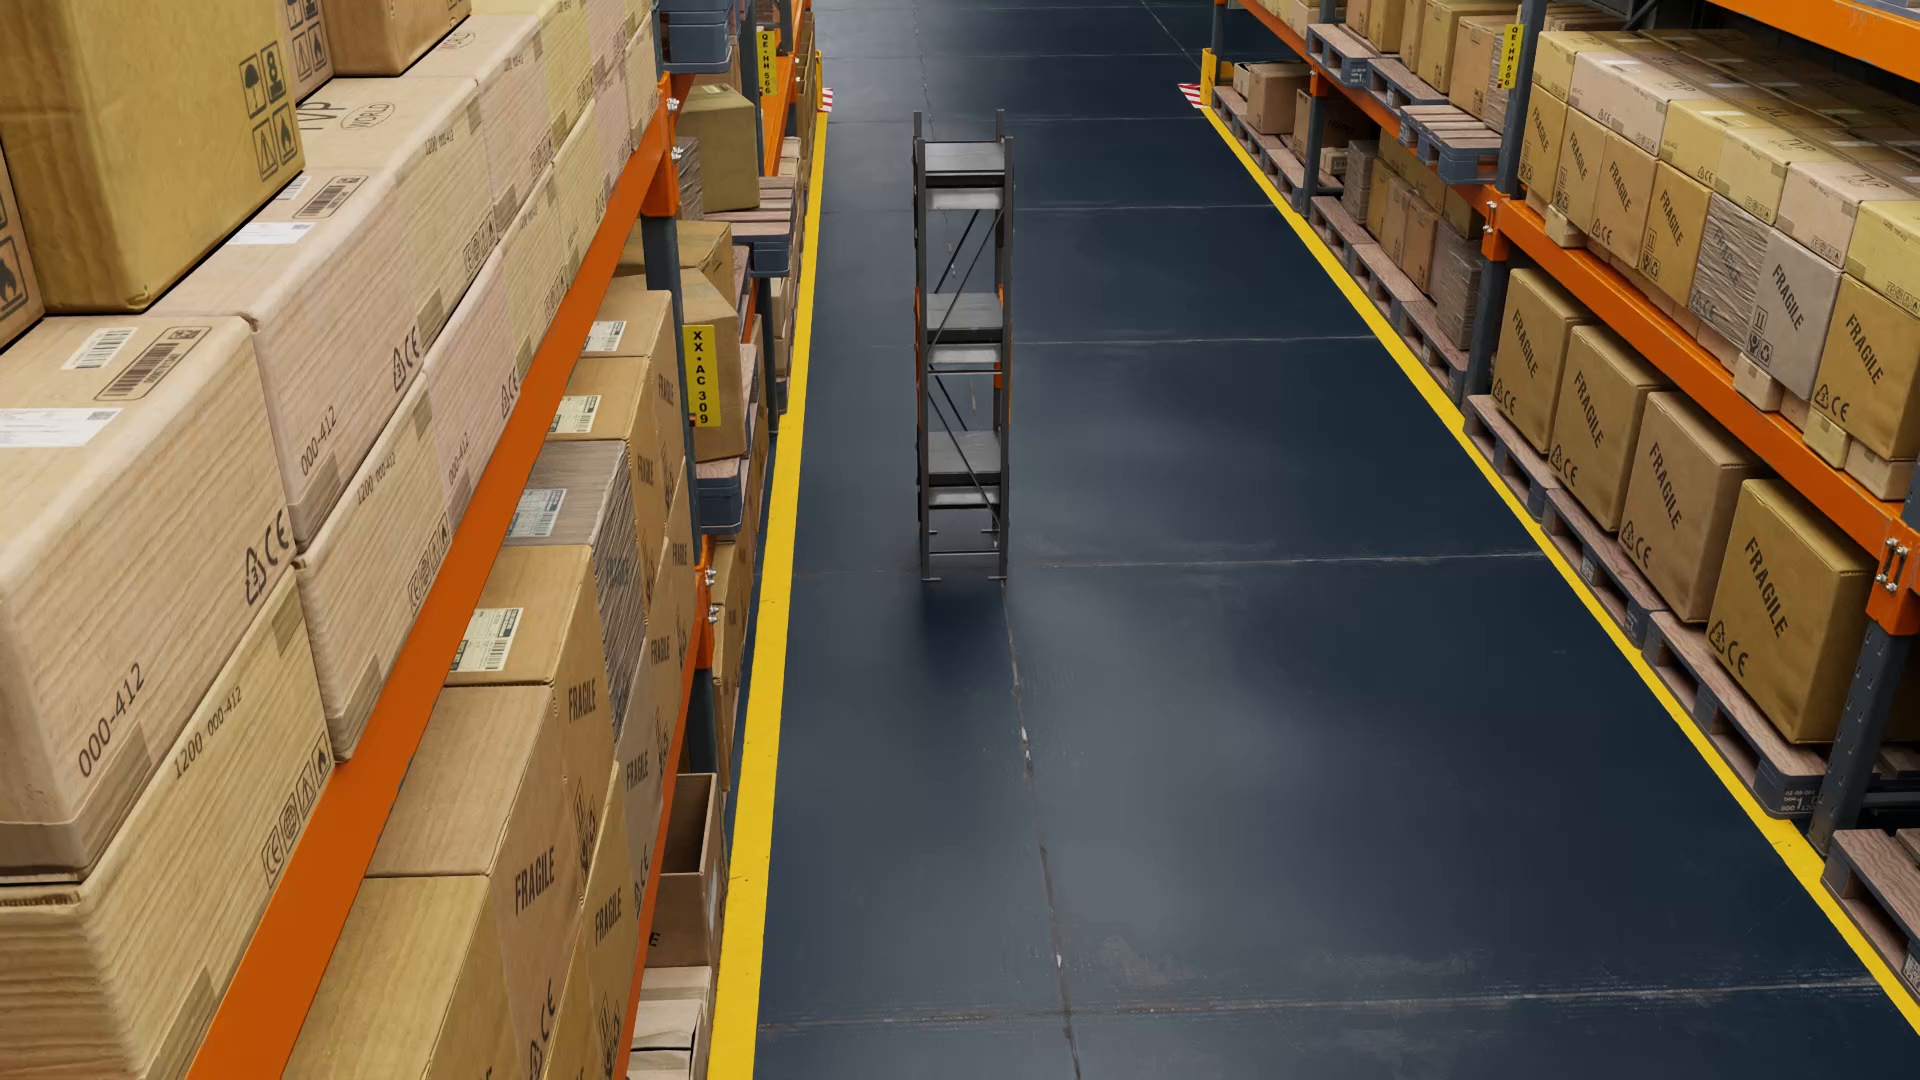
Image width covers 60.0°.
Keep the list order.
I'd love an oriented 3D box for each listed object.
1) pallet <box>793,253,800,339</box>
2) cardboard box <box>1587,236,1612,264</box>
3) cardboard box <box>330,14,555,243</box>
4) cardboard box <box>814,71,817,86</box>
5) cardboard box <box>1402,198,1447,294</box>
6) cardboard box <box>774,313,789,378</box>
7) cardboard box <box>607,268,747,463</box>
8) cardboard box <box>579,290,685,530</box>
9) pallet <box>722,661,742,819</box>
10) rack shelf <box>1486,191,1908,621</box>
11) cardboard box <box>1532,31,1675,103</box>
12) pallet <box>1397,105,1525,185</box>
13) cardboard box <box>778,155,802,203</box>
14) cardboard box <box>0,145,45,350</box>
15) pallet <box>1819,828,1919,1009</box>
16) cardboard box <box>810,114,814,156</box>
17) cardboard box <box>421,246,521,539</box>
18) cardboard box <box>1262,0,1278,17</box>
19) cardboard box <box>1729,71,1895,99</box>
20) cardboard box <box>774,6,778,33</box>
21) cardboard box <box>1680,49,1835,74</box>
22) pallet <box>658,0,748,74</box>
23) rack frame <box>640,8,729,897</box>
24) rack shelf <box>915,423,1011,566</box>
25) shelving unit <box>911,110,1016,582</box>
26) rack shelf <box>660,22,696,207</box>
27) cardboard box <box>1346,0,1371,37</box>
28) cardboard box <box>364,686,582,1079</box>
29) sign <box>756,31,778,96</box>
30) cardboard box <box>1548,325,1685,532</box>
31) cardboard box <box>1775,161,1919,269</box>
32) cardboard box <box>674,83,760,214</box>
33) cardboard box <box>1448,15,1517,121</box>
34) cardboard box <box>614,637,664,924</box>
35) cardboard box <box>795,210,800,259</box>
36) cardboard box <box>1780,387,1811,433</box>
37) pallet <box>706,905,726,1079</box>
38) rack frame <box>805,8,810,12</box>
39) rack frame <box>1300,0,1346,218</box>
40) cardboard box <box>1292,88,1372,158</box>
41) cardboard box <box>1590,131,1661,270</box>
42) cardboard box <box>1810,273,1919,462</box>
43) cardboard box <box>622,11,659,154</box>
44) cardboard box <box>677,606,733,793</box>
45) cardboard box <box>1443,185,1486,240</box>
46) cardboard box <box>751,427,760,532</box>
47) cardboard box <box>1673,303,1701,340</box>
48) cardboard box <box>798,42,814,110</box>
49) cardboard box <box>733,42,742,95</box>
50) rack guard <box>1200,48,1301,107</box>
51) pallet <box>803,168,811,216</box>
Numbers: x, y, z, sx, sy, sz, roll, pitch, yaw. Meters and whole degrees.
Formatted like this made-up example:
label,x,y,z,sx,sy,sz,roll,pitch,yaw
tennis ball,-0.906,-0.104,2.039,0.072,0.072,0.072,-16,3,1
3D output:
label,x,y,z,sx,sy,sz,roll,pitch,yaw
pallet,-1.596,-1.646,11.178,1.003,0.211,1.213,-1,28,-3
cardboard box,3.271,-1.446,8.029,0.380,0.149,0.250,-2,28,-3
cardboard box,-0.954,-0.666,2.662,0.500,0.250,0.500,-1,28,-3
cardboard box,-1.626,-4.360,15.885,0.500,0.250,0.500,-1,28,-3
cardboard box,3.360,-1.948,10.969,0.700,0.500,0.500,-2,28,-3
cardboard box,-1.266,-1.155,9.740,0.500,0.250,0.500,-1,28,-3
cardboard box,-1.124,-0.547,5.492,0.700,0.500,0.500,-11,29,-20
cardboard box,-1.038,-0.352,4.492,0.500,0.500,0.500,-1,28,-2
pallet,-1.403,0.770,6.546,1.003,0.211,1.213,-1,28,-3
rack shelf,3.520,-0.818,7.352,1.077,0.370,4.000,-1,28,-3
cardboard box,3.183,-2.349,8.248,0.500,0.250,0.500,-1,28,-1
pallet,3.272,-2.302,9.627,1.213,0.211,1.003,-1,28,-3
cardboard box,-1.400,-2.582,11.869,0.500,0.311,0.500,-1,28,-1
cardboard box,-1.157,-0.299,1.147,0.700,0.500,0.500,-1,28,-3
pallet,3.586,1.376,5.383,1.003,0.211,1.213,-1,28,-3
cardboard box,-1.504,-3.437,14.115,0.500,0.250,0.500,-1,28,-3
cardboard box,-0.928,-0.214,2.334,0.500,0.250,0.500,-1,28,-3
cardboard box,2.819,-4.524,13.820,0.500,0.250,0.500,-2,28,-3
cardboard box,3.745,-1.899,7.384,0.500,0.250,0.500,-2,28,-4
cardboard box,-1.804,-4.279,13.102,0.700,0.500,0.500,-2,28,-3
cardboard box,3.721,-2.136,7.839,0.500,0.250,0.500,-2,28,-4
pallet,-1.287,-1.641,5.113,1.213,0.211,1.003,-1,28,-3
rack frame,-1.323,-0.092,5.183,1.000,3.000,0.127,-1,28,-3
rack shelf,0.009,-0.222,7.948,0.431,0.518,0.480,-1,28,-3
shelving unit,0.009,-0.855,7.618,0.431,2.100,0.503,-1,28,-3
rack shelf,-1.427,-2.027,6.426,1.077,0.370,4.000,-1,28,-3
cardboard box,3.199,-3.911,11.922,0.700,0.500,0.500,-1,28,-2
cardboard box,-0.930,0.584,2.697,0.500,0.500,0.500,-1,28,-2
sign,-0.990,-2.435,8.508,0.100,0.325,0.005,-1,28,-3
cardboard box,3.362,-0.546,7.924,0.750,0.750,0.750,-2,28,-3
cardboard box,3.327,-1.177,6.000,0.500,0.250,0.500,-1,28,-2
cardboard box,-1.386,-1.882,8.052,0.700,0.500,0.500,-11,29,-20
cardboard box,3.324,-2.774,9.741,0.700,0.500,0.500,-4,28,-7
cardboard box,-0.983,0.564,3.818,0.500,0.500,0.500,-1,28,-1
cardboard box,-1.378,-2.099,11.550,0.500,0.250,0.500,-1,28,-2
cardboard box,3.318,-0.497,6.209,0.380,0.149,0.250,-1,28,-1
pallet,-1.288,1.462,5.219,1.003,0.211,1.213,-1,28,-3
rack frame,-1.949,-5.634,15.808,1.000,3.000,0.127,-1,28,-3
rack frame,3.206,-3.908,12.499,1.000,3.000,0.127,-1,28,-3
cardboard box,3.112,-3.473,13.892,0.500,0.500,0.500,-3,28,-7
cardboard box,3.228,-1.544,7.515,0.500,0.500,0.500,-2,28,-3
cardboard box,3.348,-0.605,5.716,0.500,0.500,0.500,-2,28,-3
cardboard box,-1.032,-1.137,4.105,0.500,0.250,0.500,-1,28,-3
cardboard box,-1.105,0.592,6.098,0.500,0.500,0.500,-3,28,-5
cardboard box,3.358,-2.076,10.403,0.500,0.250,0.500,-1,28,-2
cardboard box,-1.222,-0.361,7.925,0.500,0.500,0.500,-2,28,-5
cardboard box,3.299,-0.971,7.118,0.380,0.149,0.250,-1,28,-1
cardboard box,-1.533,-4.000,14.385,0.500,0.500,0.500,-1,28,-3
cardboard box,-1.663,-3.001,10.652,0.500,0.500,0.500,-1,28,-3
rack guard,3.001,-4.612,16.551,1.175,0.500,0.348,-1,28,-3
pallet,-1.740,-2.918,13.617,1.003,0.211,1.213,-1,28,-3
